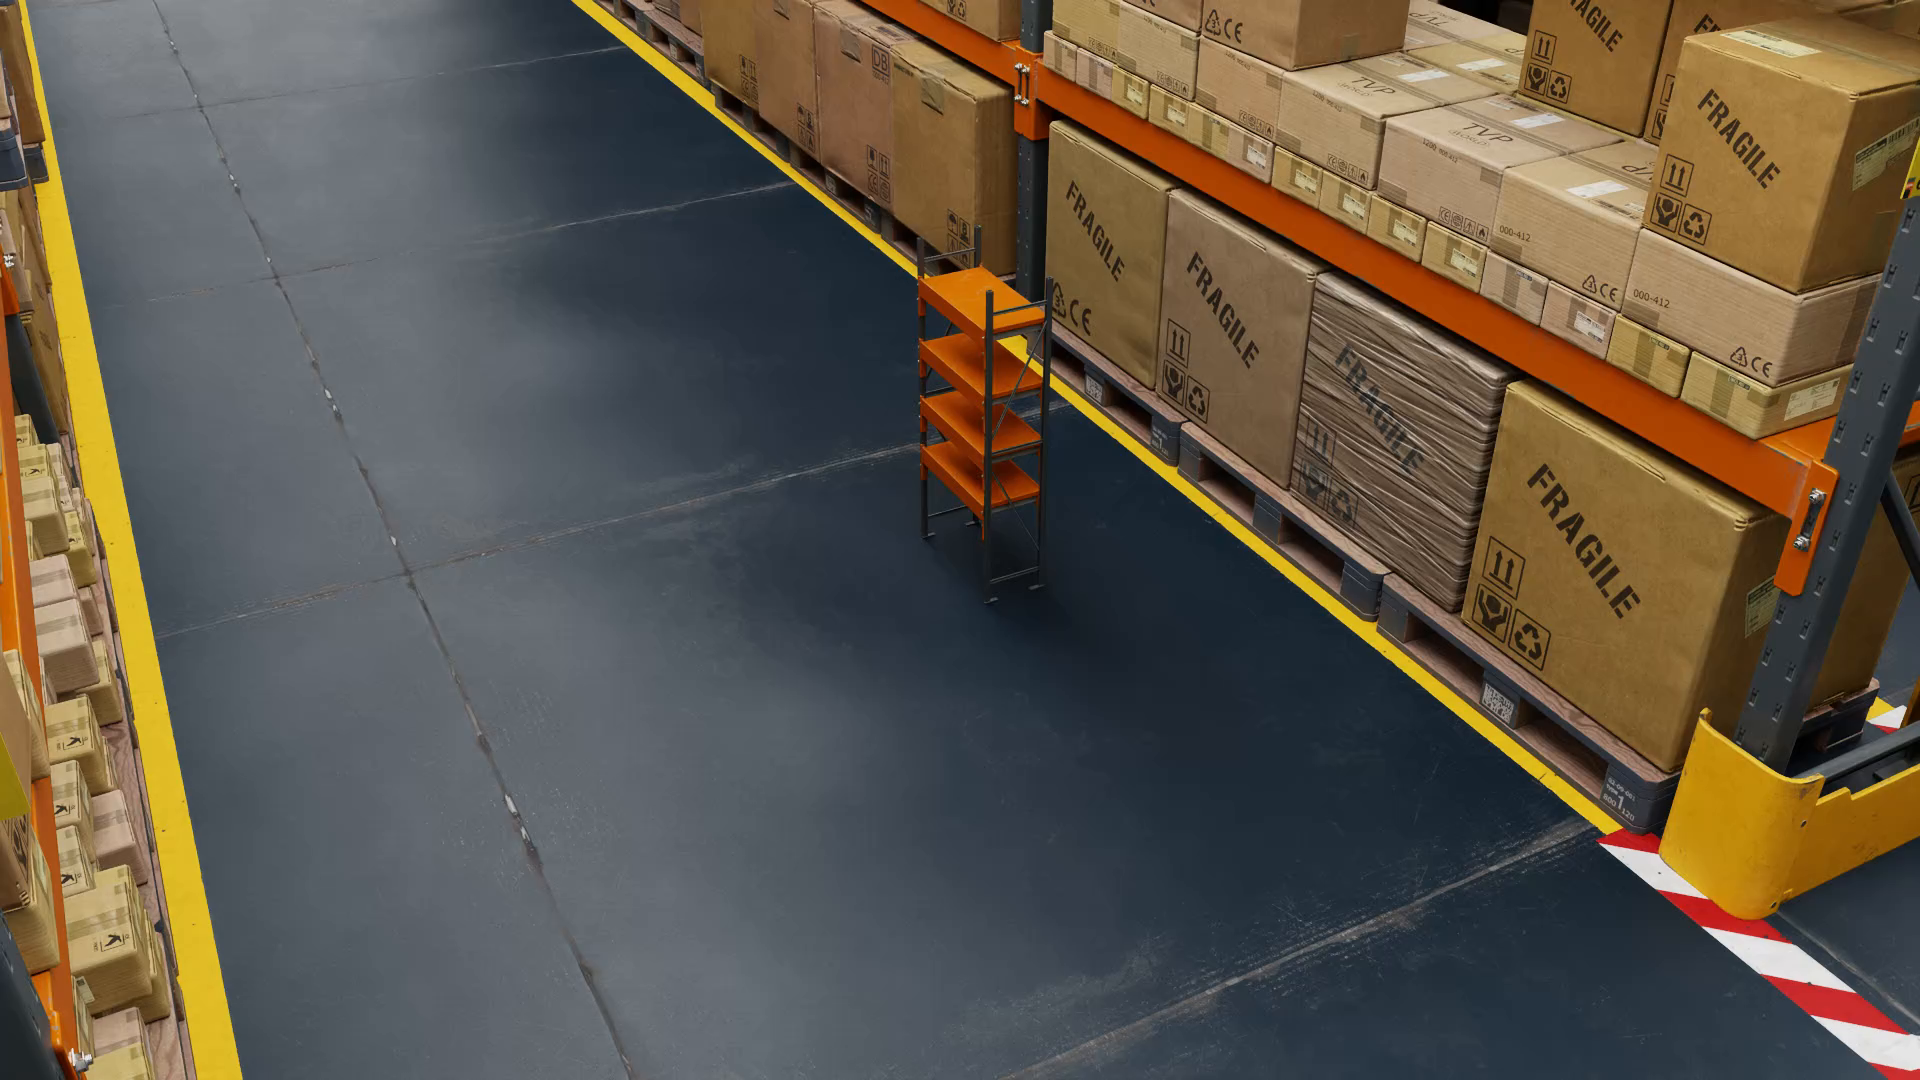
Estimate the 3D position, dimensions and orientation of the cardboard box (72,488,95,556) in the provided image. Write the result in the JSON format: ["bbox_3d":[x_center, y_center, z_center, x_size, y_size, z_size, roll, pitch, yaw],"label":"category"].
[{"bbox_3d":[-3.226,-0.021,5.756,0.380,0.149,0.250,-15,36,-23],"label":"cardboard box"}]

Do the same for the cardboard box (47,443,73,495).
[{"bbox_3d":[-3.282,-0.178,5.724,0.380,0.149,0.250,-15,36,-22],"label":"cardboard box"}]

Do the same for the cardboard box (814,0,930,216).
[{"bbox_3d":[-0.009,-2.354,8.725,1.225,0.875,0.875,-17,36,-25],"label":"cardboard box"}]

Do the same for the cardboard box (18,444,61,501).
[{"bbox_3d":[-3.160,-0.157,5.416,0.380,0.149,0.250,-15,36,-23],"label":"cardboard box"}]

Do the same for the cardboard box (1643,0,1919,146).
[{"bbox_3d":[2.372,-1.350,4.745,0.500,0.500,0.500,-17,36,-24],"label":"cardboard box"}]

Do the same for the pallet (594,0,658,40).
[{"bbox_3d":[-2.068,-4.035,12.353,1.003,0.211,1.213,-16,36,-23],"label":"pallet"}]

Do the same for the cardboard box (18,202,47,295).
[{"bbox_3d":[-4.324,-1.189,7.252,0.500,0.500,0.500,-15,36,-22],"label":"cardboard box"}]

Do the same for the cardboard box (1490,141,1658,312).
[{"bbox_3d":[1.893,-0.905,4.746,0.500,0.250,0.500,-17,36,-24],"label":"cardboard box"}]

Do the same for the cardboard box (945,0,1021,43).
[{"bbox_3d":[0.265,-2.542,7.345,0.500,0.500,0.500,-16,36,-23],"label":"cardboard box"}]

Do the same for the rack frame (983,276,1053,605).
[{"bbox_3d":[0.191,-0.310,5.621,0.240,1.200,0.015,-16,36,-23],"label":"rack frame"}]

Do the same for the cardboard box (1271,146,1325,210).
[{"bbox_3d":[1.297,-1.271,5.687,0.380,0.149,0.250,-17,36,-24],"label":"cardboard box"}]

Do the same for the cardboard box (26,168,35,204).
[{"bbox_3d":[-5.037,-1.931,8.412,0.500,0.500,0.500,-16,36,-23],"label":"cardboard box"}]

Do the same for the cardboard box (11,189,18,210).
[{"bbox_3d":[-4.305,-1.503,7.049,0.500,0.250,0.500,-14,35,-21],"label":"cardboard box"}]

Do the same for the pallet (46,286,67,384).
[{"bbox_3d":[-4.647,-0.926,7.500,1.003,0.211,1.213,-16,36,-23],"label":"pallet"}]

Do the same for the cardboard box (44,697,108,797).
[{"bbox_3d":[-2.420,0.577,4.270,0.380,0.149,0.250,-15,36,-22],"label":"cardboard box"}]

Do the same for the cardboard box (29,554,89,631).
[{"bbox_3d":[-2.777,0.210,4.844,0.380,0.149,0.250,-18,37,-25],"label":"cardboard box"}]

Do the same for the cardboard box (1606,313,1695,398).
[{"bbox_3d":[2.010,-0.542,4.548,0.380,0.149,0.250,-15,36,-23],"label":"cardboard box"}]

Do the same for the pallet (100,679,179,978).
[{"bbox_3d":[-2.793,0.922,4.614,1.003,0.211,1.213,-16,36,-23],"label":"pallet"}]

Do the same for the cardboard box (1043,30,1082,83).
[{"bbox_3d":[0.568,-2.015,6.847,0.380,0.149,0.250,-16,36,-23],"label":"cardboard box"}]

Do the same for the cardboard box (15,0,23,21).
[{"bbox_3d":[-7.071,-3.920,11.284,1.050,0.750,0.750,-16,36,-23],"label":"cardboard box"}]

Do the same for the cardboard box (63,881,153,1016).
[{"bbox_3d":[-2.028,0.947,3.694,0.380,0.149,0.250,-16,36,-23],"label":"cardboard box"}]

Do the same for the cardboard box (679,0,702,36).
[{"bbox_3d":[-1.470,-3.702,11.157,0.700,0.500,0.500,-18,37,-26],"label":"cardboard box"}]

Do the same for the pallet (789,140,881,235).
[{"bbox_3d":[-0.274,-2.104,9.338,1.003,0.211,1.213,-16,36,-23],"label":"pallet"}]

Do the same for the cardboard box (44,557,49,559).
[{"bbox_3d":[-2.974,0.216,5.110,0.380,0.149,0.250,-16,36,-23],"label":"cardboard box"}]

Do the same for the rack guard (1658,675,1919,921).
[{"bbox_3d":[2.601,0.627,4.807,1.175,0.500,0.348,-16,36,-23],"label":"rack guard"}]

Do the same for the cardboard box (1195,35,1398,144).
[{"bbox_3d":[1.186,-1.633,5.882,0.500,0.250,0.500,-15,36,-22],"label":"cardboard box"}]

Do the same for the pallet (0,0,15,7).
[{"bbox_3d":[-5.149,-2.661,7.801,1.213,0.211,1.003,-16,36,-23],"label":"pallet"}]

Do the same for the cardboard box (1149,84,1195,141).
[{"bbox_3d":[0.938,-1.639,6.260,0.380,0.149,0.250,-17,36,-24],"label":"cardboard box"}]

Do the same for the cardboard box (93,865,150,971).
[{"bbox_3d":[-2.156,0.957,3.953,0.380,0.149,0.250,-15,35,-22],"label":"cardboard box"}]

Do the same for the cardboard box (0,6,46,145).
[{"bbox_3d":[-5.780,-2.598,9.221,1.050,0.750,0.750,-16,36,-24],"label":"cardboard box"}]

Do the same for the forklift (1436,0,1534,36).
[{"bbox_3d":[2.269,-2.386,7.257,1.130,2.935,3.031,-21,38,-30],"label":"forklift"}]

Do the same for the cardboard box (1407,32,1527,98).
[{"bbox_3d":[1.878,-1.530,5.722,0.500,0.250,0.500,-17,36,-24],"label":"cardboard box"}]

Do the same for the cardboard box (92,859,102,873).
[{"bbox_3d":[-2.348,0.987,4.182,0.380,0.149,0.250,-16,36,-23],"label":"cardboard box"}]

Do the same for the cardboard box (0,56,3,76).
[{"bbox_3d":[-3.734,-1.772,6.079,0.380,0.149,0.250,-16,36,-23],"label":"cardboard box"}]

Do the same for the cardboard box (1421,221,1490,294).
[{"bbox_3d":[1.655,-0.905,5.115,0.380,0.149,0.250,-17,36,-24],"label":"cardboard box"}]

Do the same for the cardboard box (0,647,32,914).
[{"bbox_3d":[-1.810,0.312,2.615,0.500,0.500,0.500,-14,35,-21],"label":"cardboard box"}]

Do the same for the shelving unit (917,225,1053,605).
[{"bbox_3d":[0.077,-0.426,5.803,0.258,1.200,0.503,-16,36,-23],"label":"shelving unit"}]

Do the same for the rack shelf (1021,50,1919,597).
[{"bbox_3d":[1.657,-1.088,5.835,1.077,0.370,4.000,-16,36,-23],"label":"rack shelf"}]

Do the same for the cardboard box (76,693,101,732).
[{"bbox_3d":[-2.681,0.614,4.764,0.380,0.149,0.250,-15,36,-22],"label":"cardboard box"}]

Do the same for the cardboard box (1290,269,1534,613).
[{"bbox_3d":[1.796,-0.438,5.734,0.875,0.875,0.875,-16,36,-23],"label":"cardboard box"}]

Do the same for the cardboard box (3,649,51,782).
[{"bbox_3d":[-1.940,0.379,3.111,0.380,0.149,0.250,-17,36,-24],"label":"cardboard box"}]

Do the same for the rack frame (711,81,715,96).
[{"bbox_3d":[-1.140,-4.254,10.110,1.000,3.000,0.127,-16,36,-23],"label":"rack frame"}]

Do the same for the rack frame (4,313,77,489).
[{"bbox_3d":[-3.710,-1.146,5.259,1.000,3.000,0.127,-16,36,-23],"label":"rack frame"}]

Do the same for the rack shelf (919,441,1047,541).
[{"bbox_3d":[0.077,-0.202,5.946,0.258,0.148,0.480,-16,36,-23],"label":"rack shelf"}]

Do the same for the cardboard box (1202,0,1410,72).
[{"bbox_3d":[1.191,-1.946,5.676,0.500,0.500,0.500,-17,36,-25],"label":"cardboard box"}]

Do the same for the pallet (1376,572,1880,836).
[{"bbox_3d":[2.148,0.376,5.468,1.003,0.211,1.213,-16,36,-23],"label":"pallet"}]
